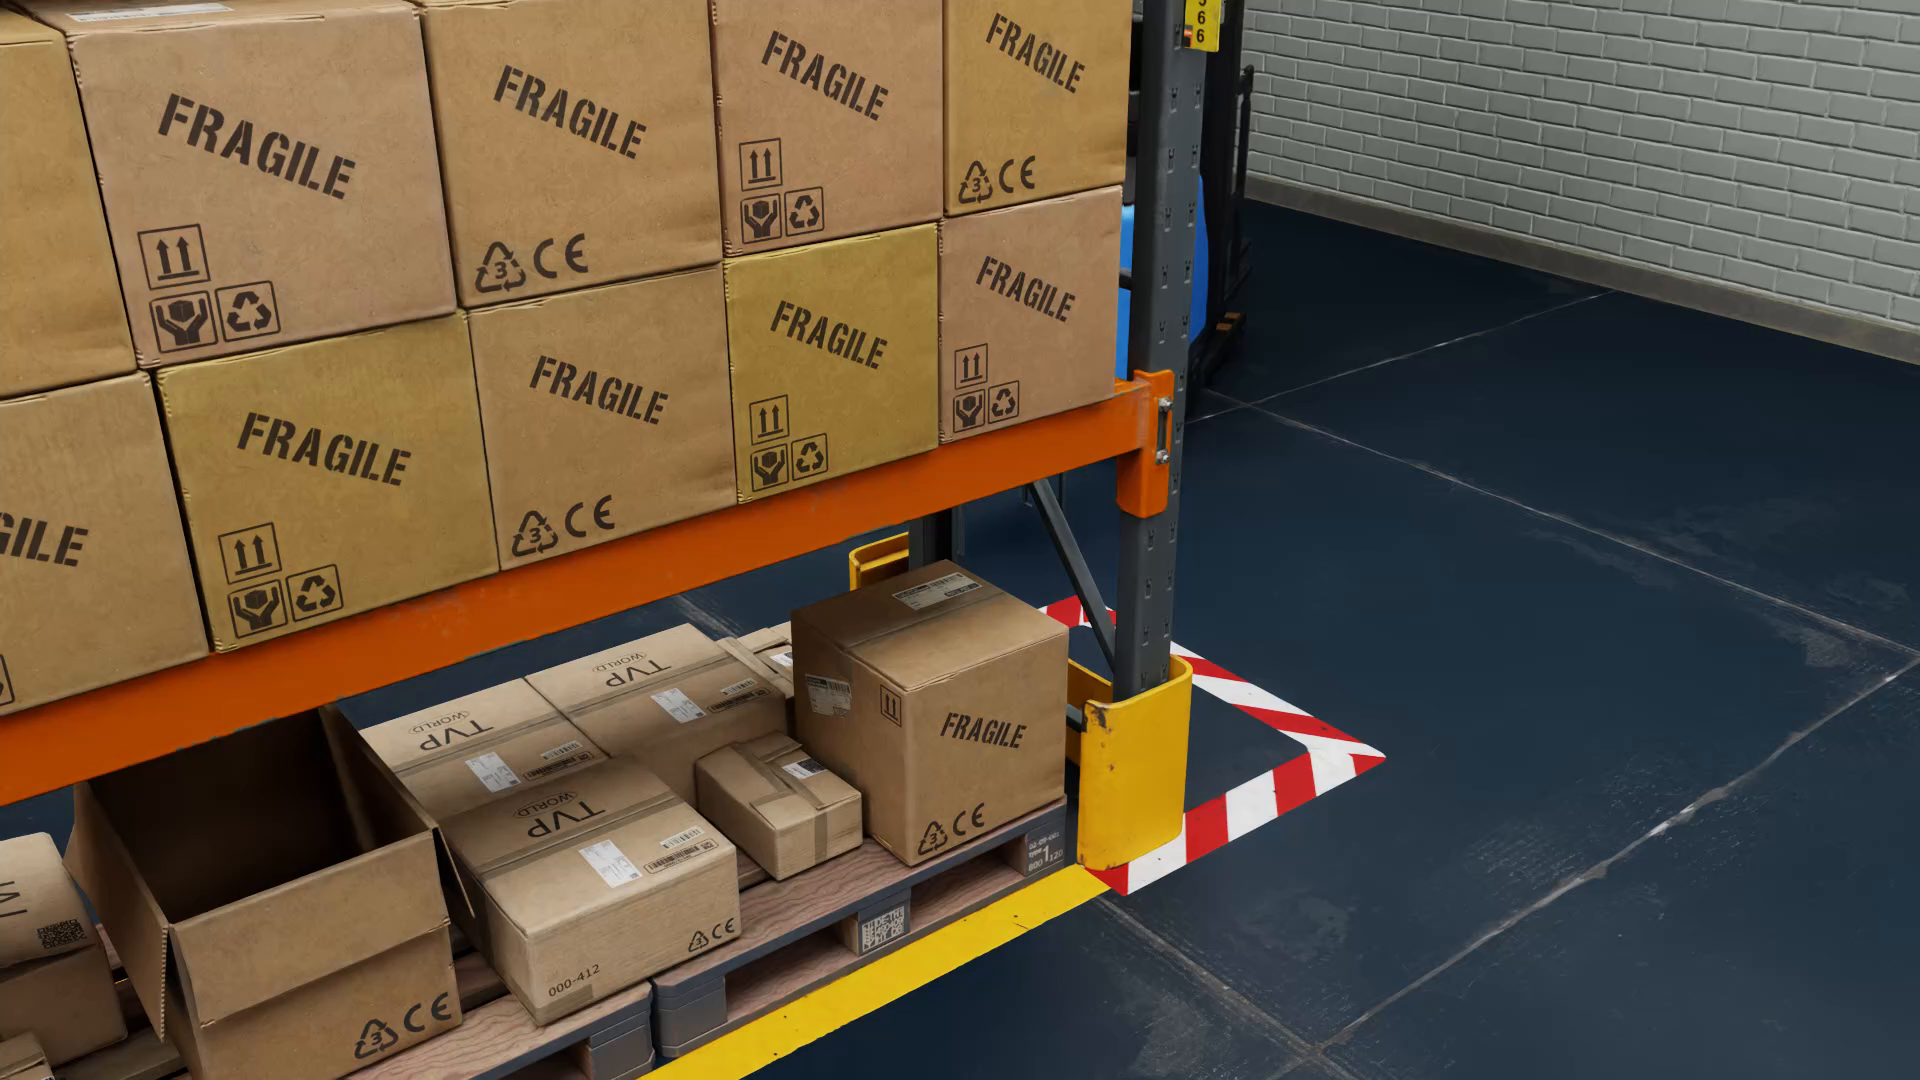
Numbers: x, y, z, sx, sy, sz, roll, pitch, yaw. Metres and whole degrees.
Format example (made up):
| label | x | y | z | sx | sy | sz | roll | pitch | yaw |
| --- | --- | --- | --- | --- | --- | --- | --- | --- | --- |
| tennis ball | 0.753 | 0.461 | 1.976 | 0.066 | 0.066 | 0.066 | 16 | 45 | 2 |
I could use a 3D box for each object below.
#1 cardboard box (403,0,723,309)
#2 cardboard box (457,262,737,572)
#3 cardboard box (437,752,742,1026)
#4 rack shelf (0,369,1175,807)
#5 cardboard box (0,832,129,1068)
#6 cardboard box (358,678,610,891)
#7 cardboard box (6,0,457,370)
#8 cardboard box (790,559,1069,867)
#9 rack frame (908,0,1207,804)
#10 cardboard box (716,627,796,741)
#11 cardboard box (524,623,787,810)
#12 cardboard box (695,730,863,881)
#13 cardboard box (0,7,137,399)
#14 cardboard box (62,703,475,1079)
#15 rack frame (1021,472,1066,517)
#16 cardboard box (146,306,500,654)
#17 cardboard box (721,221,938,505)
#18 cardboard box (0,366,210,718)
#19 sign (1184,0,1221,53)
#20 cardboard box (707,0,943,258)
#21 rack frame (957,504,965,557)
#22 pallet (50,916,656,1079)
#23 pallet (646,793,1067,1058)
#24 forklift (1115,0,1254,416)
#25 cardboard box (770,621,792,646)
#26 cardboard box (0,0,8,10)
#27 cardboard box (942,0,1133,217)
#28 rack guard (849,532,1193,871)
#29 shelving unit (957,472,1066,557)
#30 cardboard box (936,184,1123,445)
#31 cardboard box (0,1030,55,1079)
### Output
| label | x | y | z | sx | sy | sz | roll | pitch | yaw |
| --- | --- | --- | --- | --- | --- | --- | --- | --- | --- |
| cardboard box | -0.785 | -0.761 | 3.021 | 0.500 | 0.500 | 0.500 | -17 | 30 | -33 |
| cardboard box | -0.789 | -0.312 | 3.240 | 0.500 | 0.500 | 0.500 | -18 | 30 | -34 |
| cardboard box | -0.844 | 0.770 | 3.770 | 0.500 | 0.250 | 0.500 | -18 | 31 | -34 |
| rack shelf | -1.376 | 0.109 | 3.307 | 4.000 | 0.370 | 1.077 | -18 | 31 | -34 |
| cardboard box | -2.086 | 0.885 | 3.450 | 0.500 | 0.311 | 0.500 | -18 | 31 | -34 |
| cardboard box | -1.192 | 0.618 | 4.099 | 0.500 | 0.250 | 0.500 | -18 | 31 | -34 |
| cardboard box | -1.189 | -0.628 | 2.733 | 0.500 | 0.500 | 0.500 | -17 | 30 | -32 |
| cardboard box | -0.078 | 0.420 | 4.228 | 0.500 | 0.500 | 0.500 | -18 | 31 | -34 |
| rack frame | 0.198 | -0.737 | 4.275 | 0.127 | 3.000 | 1.000 | -18 | 31 | -34 |
| cardboard box | -0.540 | 0.409 | 4.649 | 0.250 | 0.166 | 0.380 | -18 | 31 | -34 |
| cardboard box | -0.799 | 0.488 | 4.379 | 0.500 | 0.250 | 0.500 | -18 | 31 | -34 |
| cardboard box | -0.452 | 0.647 | 4.136 | 0.250 | 0.166 | 0.380 | -18 | 31 | -34 |
| cardboard box | -1.595 | -0.493 | 2.444 | 0.500 | 0.500 | 0.500 | -19 | 31 | -35 |
| cardboard box | -1.475 | 0.745 | 3.524 | 0.637 | 0.503 | 0.797 | -18 | 31 | -34 |
| rack frame | 0.322 | -0.651 | 6.227 | 0.015 | 1.200 | 0.240 | -18 | 31 | -34 |
| cardboard box | -1.185 | -0.181 | 2.958 | 0.500 | 0.500 | 0.500 | -19 | 31 | -35 |
| cardboard box | -0.393 | -0.440 | 3.516 | 0.500 | 0.500 | 0.500 | -18 | 30 | -34 |
| cardboard box | -1.585 | -0.049 | 2.673 | 0.500 | 0.500 | 0.500 | -18 | 31 | -34 |
| sign | 0.525 | -1.216 | 3.557 | 0.005 | 0.325 | 0.100 | -18 | 31 | -34 |
| cardboard box | -0.380 | -0.898 | 3.314 | 0.500 | 0.500 | 0.500 | -17 | 30 | -33 |
| rack frame | -0.062 | -0.524 | 5.954 | 0.015 | 1.200 | 0.240 | -18 | 31 | -34 |
| pallet | -1.448 | 1.070 | 3.693 | 1.213 | 0.211 | 1.003 | -18 | 31 | -34 |
| pallet | -0.489 | 0.755 | 4.372 | 1.213 | 0.211 | 1.003 | -18 | 31 | -34 |
| forklift | 0.802 | -2.284 | 7.690 | 1.130 | 2.935 | 3.031 | 9 | 26 | 18 |
| cardboard box | -0.344 | 0.352 | 4.793 | 0.250 | 0.149 | 0.380 | -18 | 31 | -34 |
| cardboard box | -1.517 | -0.809 | 3.123 | 0.500 | 0.500 | 0.500 | -19 | 31 | -34 |
| cardboard box | 0.017 | -1.029 | 3.598 | 0.500 | 0.500 | 0.500 | -19 | 31 | -34 |
| rack guard | 0.138 | 0.417 | 4.758 | 0.348 | 0.500 | 1.175 | -18 | 31 | -34 |
| shelving unit | 0.130 | -0.587 | 6.090 | 0.503 | 1.200 | 0.258 | -18 | 31 | -34 |
| cardboard box | 0.013 | -0.576 | 3.809 | 0.500 | 0.500 | 0.500 | -17 | 30 | -32 |
| cardboard box | -1.811 | 1.122 | 3.111 | 0.250 | 0.166 | 0.380 | -18 | 31 | -34 |
